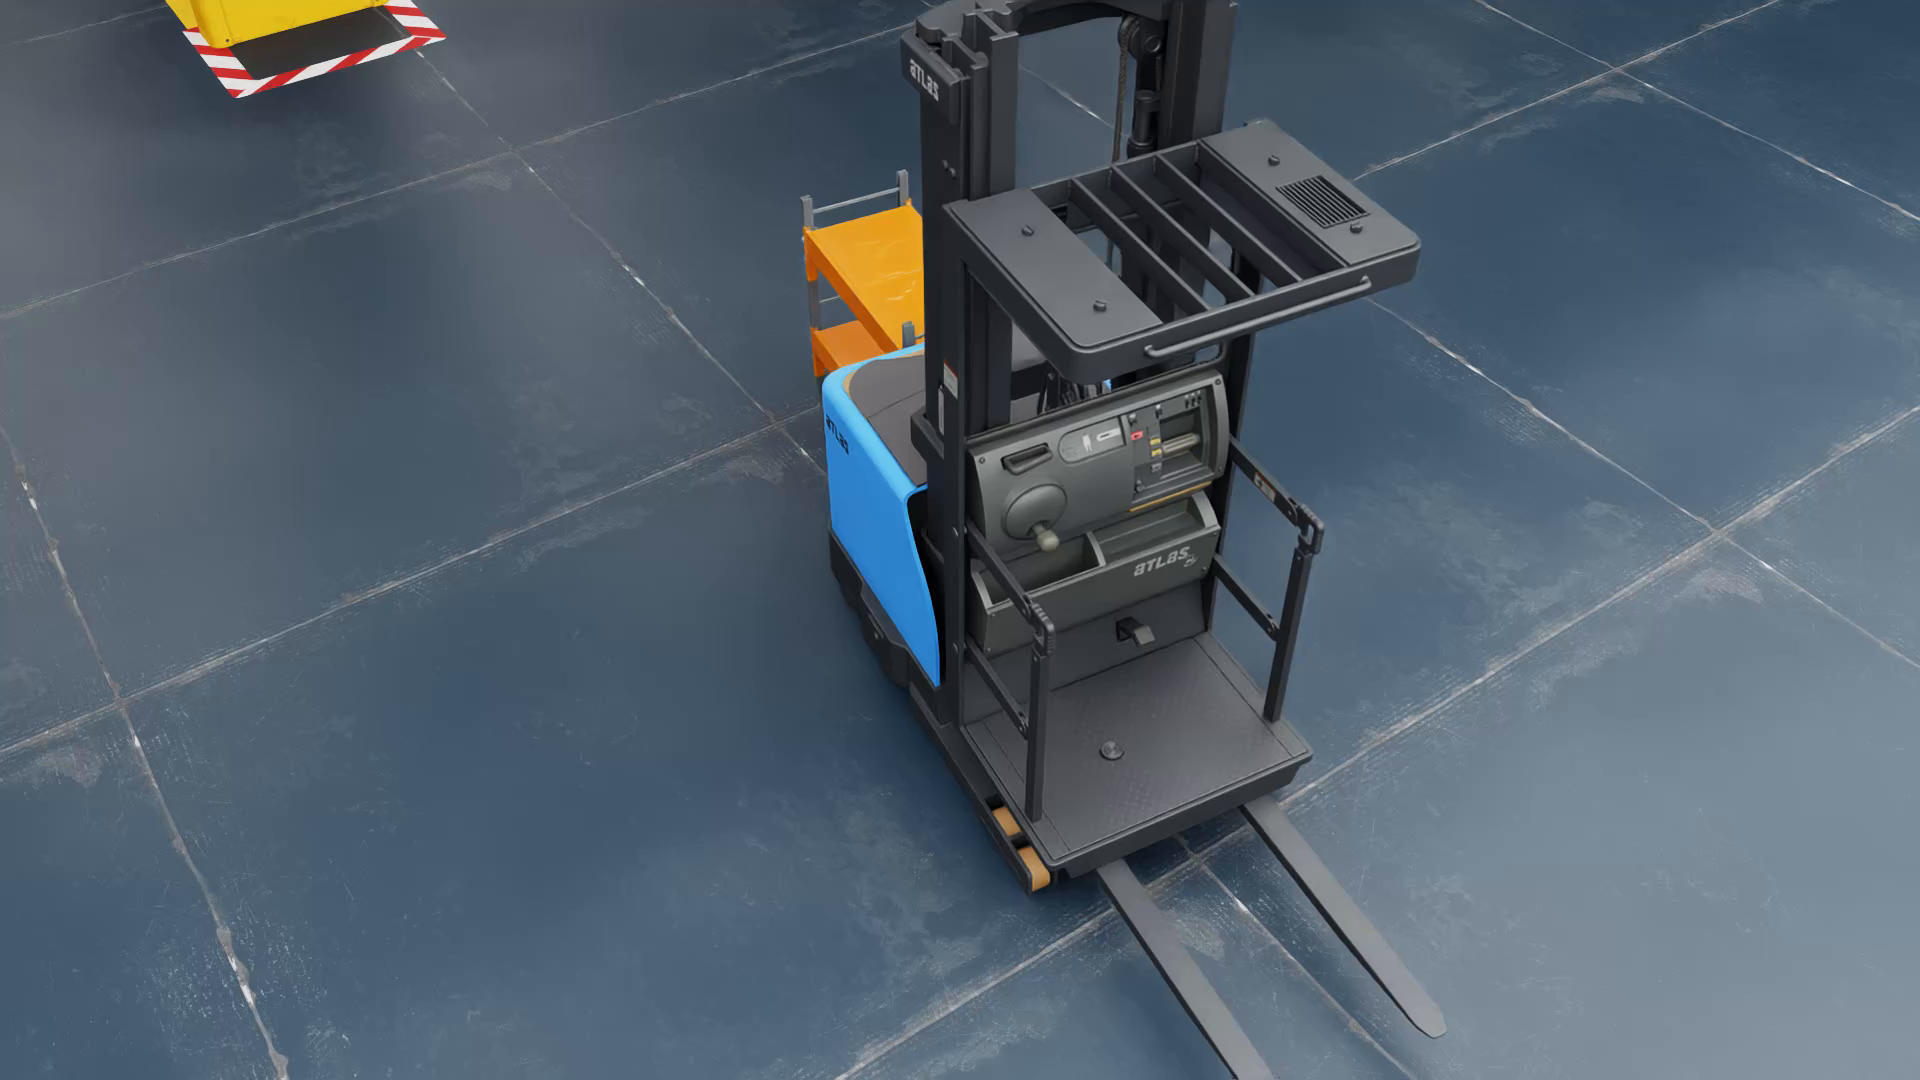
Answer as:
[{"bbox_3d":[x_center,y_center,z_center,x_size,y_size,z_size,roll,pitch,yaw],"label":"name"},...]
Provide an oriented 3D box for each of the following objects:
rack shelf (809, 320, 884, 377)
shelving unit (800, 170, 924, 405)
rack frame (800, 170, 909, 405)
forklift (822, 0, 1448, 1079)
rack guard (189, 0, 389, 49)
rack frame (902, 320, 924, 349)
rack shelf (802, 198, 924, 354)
[{"bbox_3d":[-0.228,-0.646,7.457,0.538,0.278,1.000,-19,47,-19],"label":"rack shelf"},{"bbox_3d":[-0.228,-0.823,7.288,0.538,1.125,1.048,-19,47,-19],"label":"shelving unit"},{"bbox_3d":[-0.458,-1.136,7.616,0.500,1.125,0.032,-19,47,-19],"label":"rack frame"},{"bbox_3d":[0.570,-0.166,5.292,1.130,2.935,3.031,-19,47,-19],"label":"forklift"},{"bbox_3d":[-4.316,-3.590,10.640,1.175,0.500,0.348,-26,49,-24],"label":"rack guard"},{"bbox_3d":[0.002,-0.510,6.960,0.500,1.125,0.032,-19,47,-19],"label":"rack frame"},{"bbox_3d":[-0.228,-1.035,7.086,0.538,0.278,1.000,-19,47,-19],"label":"rack shelf"}]
